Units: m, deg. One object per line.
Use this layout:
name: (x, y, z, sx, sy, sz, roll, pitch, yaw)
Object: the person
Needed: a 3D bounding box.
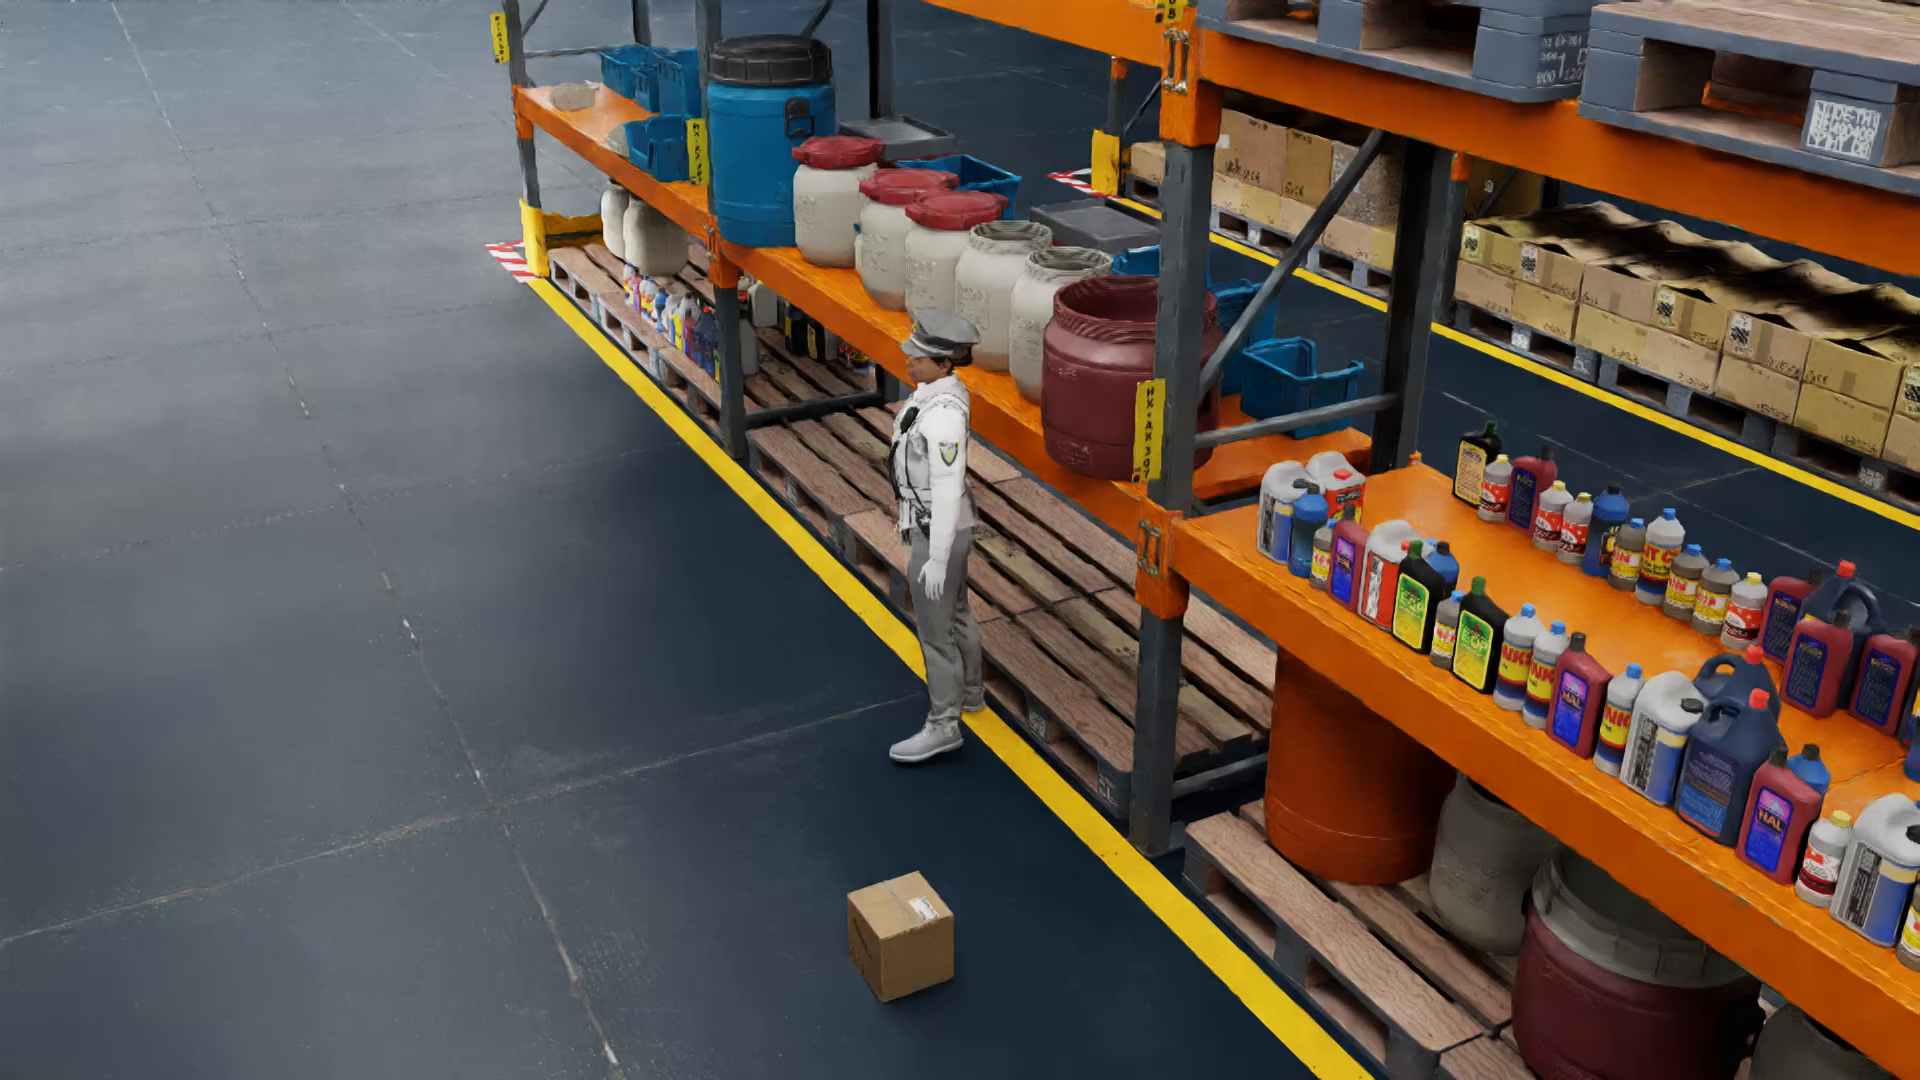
person: (-0.083, -0.033, 6.108, 0.364, 1.688, 0.611, 0, 26, 0)
